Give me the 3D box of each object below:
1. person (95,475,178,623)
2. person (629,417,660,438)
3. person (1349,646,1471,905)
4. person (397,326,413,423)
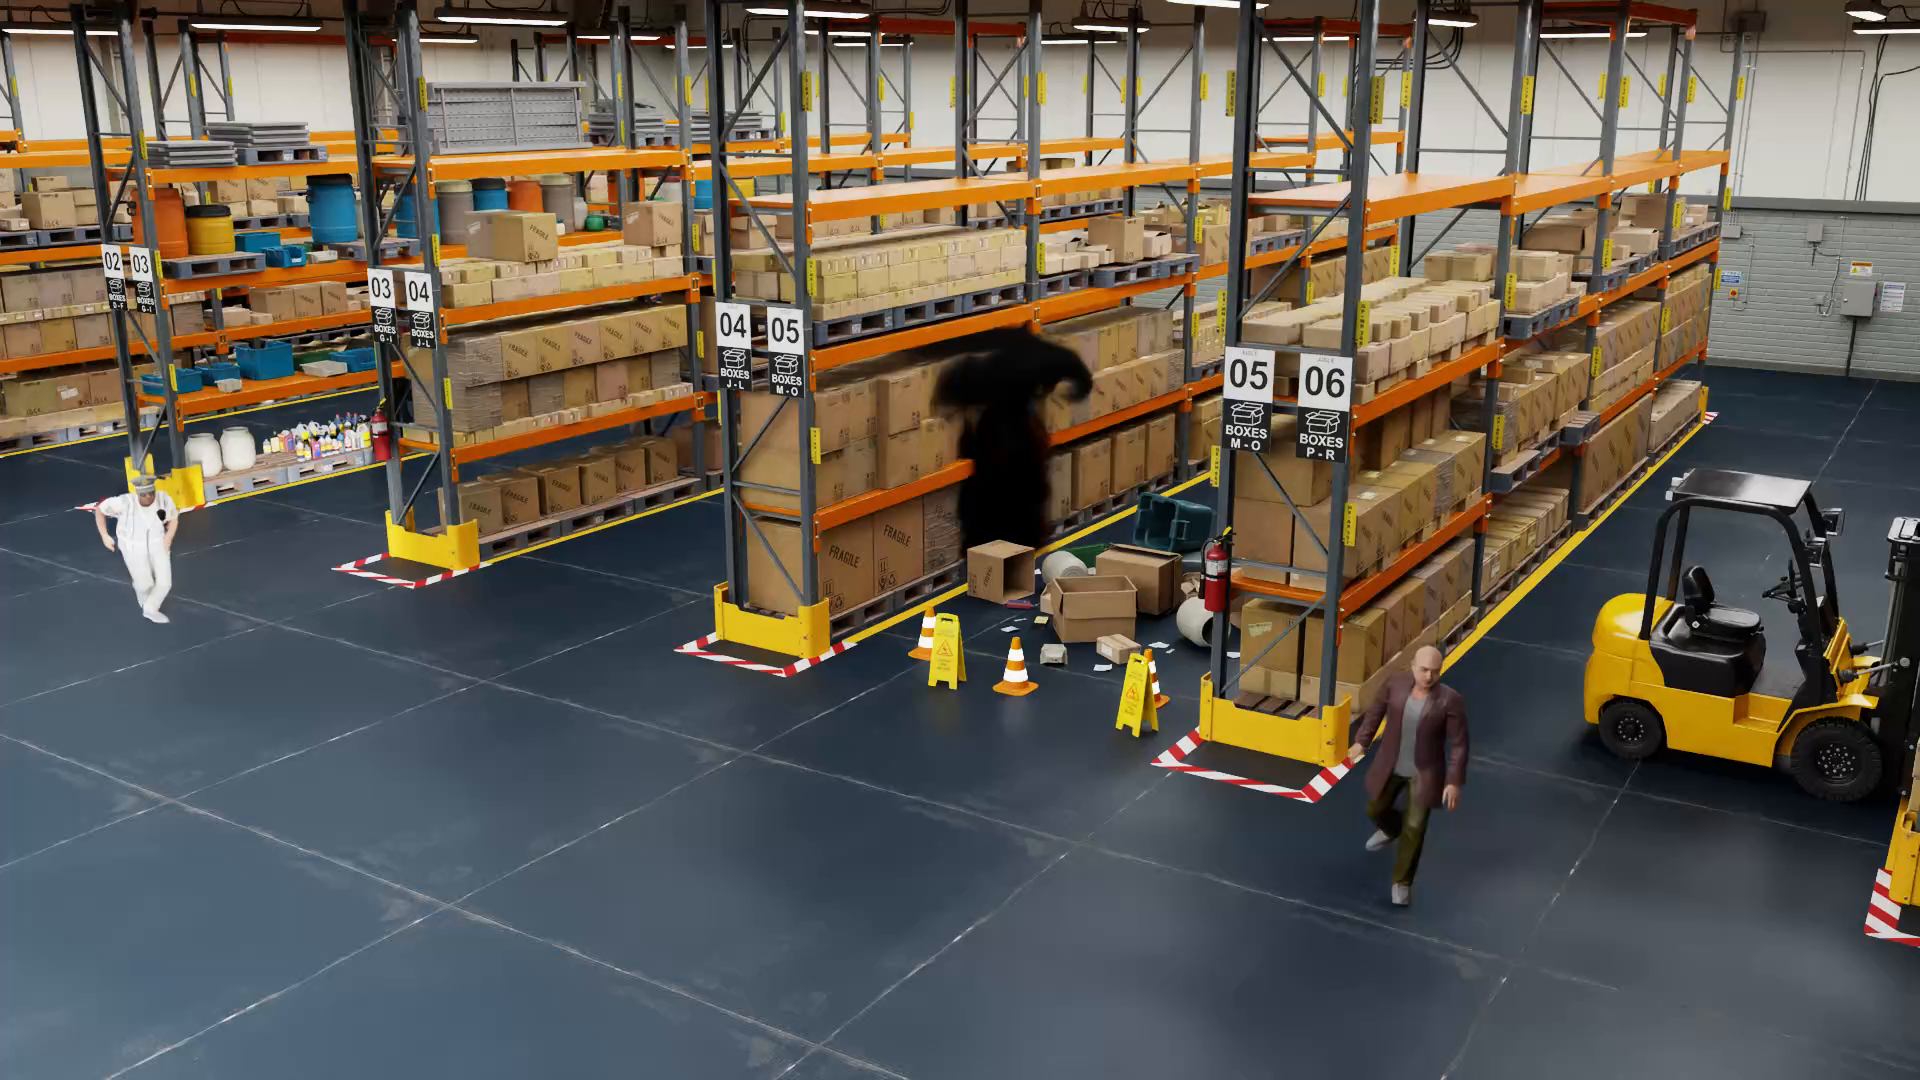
[{"bbox_3d":[-7.865,0.102,15.978,0.694,1.560,0.840,-11,19,-35],"label":"person"},{"bbox_3d":[-4.445,-1.904,23.160,0.592,1.570,0.732,5,16,18],"label":"person"},{"bbox_3d":[2.941,1.431,10.840,0.787,1.710,0.827,9,18,28],"label":"person"},{"bbox_3d":[-8.376,-2.492,25.230,0.540,1.590,0.601,1,16,3],"label":"person"}]
